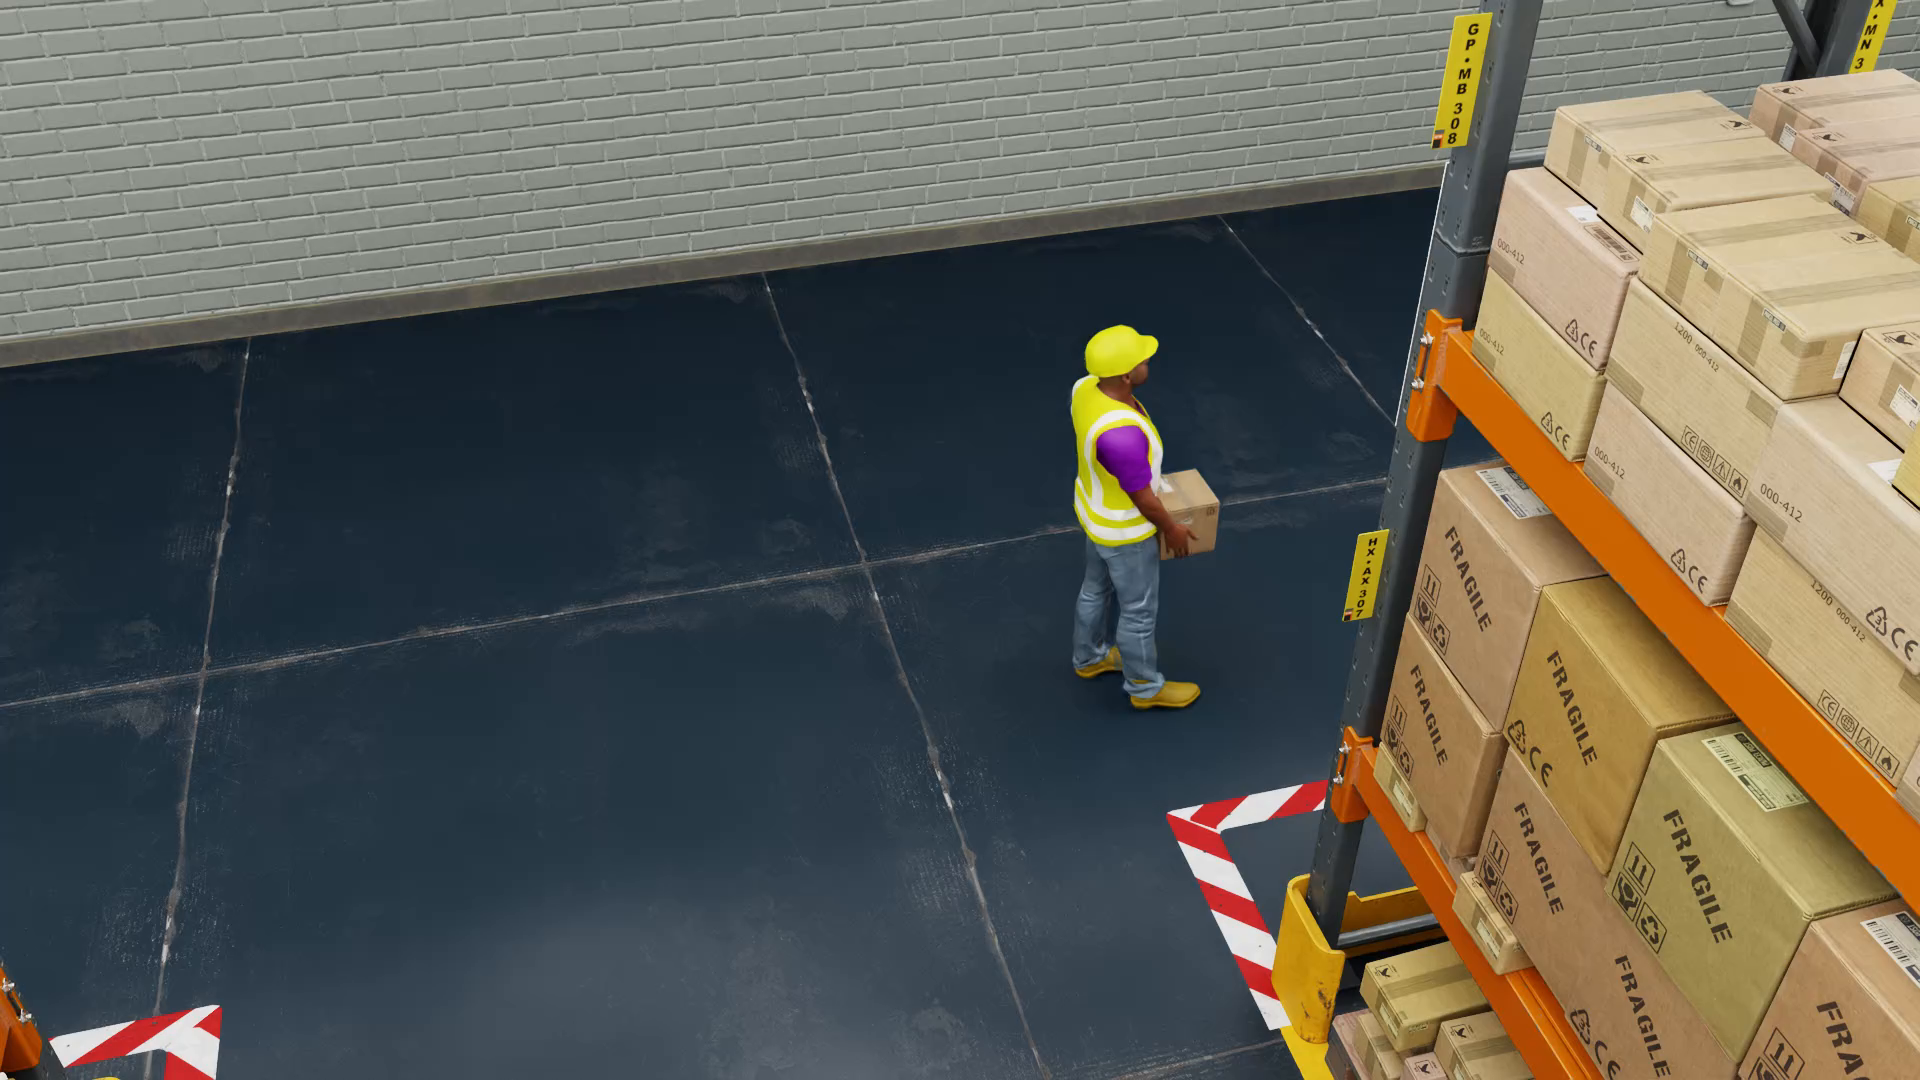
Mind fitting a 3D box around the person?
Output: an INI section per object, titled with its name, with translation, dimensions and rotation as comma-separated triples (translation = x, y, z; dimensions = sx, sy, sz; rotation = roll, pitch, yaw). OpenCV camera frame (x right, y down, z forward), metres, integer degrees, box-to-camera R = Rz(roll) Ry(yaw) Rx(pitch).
[person]
translation = 0.726, -0.093, 6.835
dimensions = 0.551, 1.734, 0.571
rotation = -8, 39, -10
